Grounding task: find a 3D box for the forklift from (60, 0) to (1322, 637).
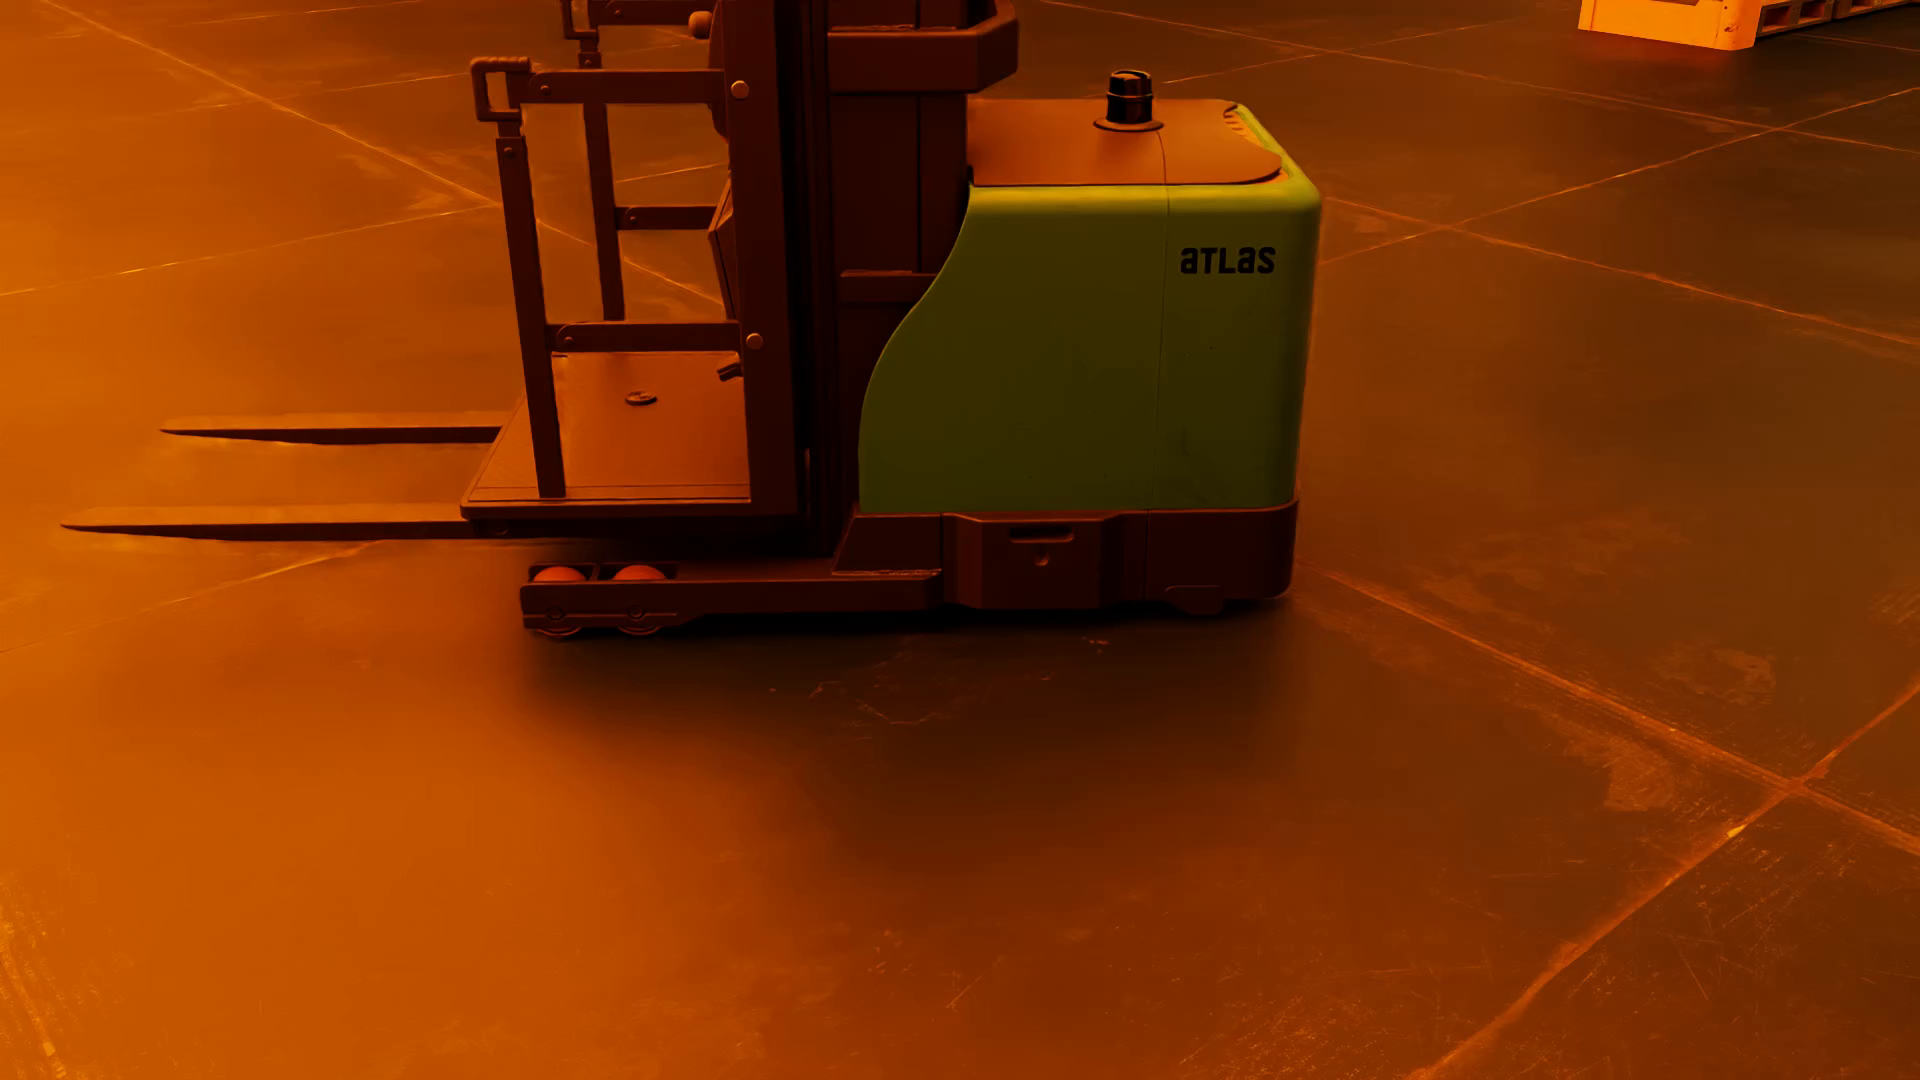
[{"bbox_3d":[-0.704,-1.318,3.860,3.031,2.935,1.130,-1,26,-2],"label":"forklift"}]
